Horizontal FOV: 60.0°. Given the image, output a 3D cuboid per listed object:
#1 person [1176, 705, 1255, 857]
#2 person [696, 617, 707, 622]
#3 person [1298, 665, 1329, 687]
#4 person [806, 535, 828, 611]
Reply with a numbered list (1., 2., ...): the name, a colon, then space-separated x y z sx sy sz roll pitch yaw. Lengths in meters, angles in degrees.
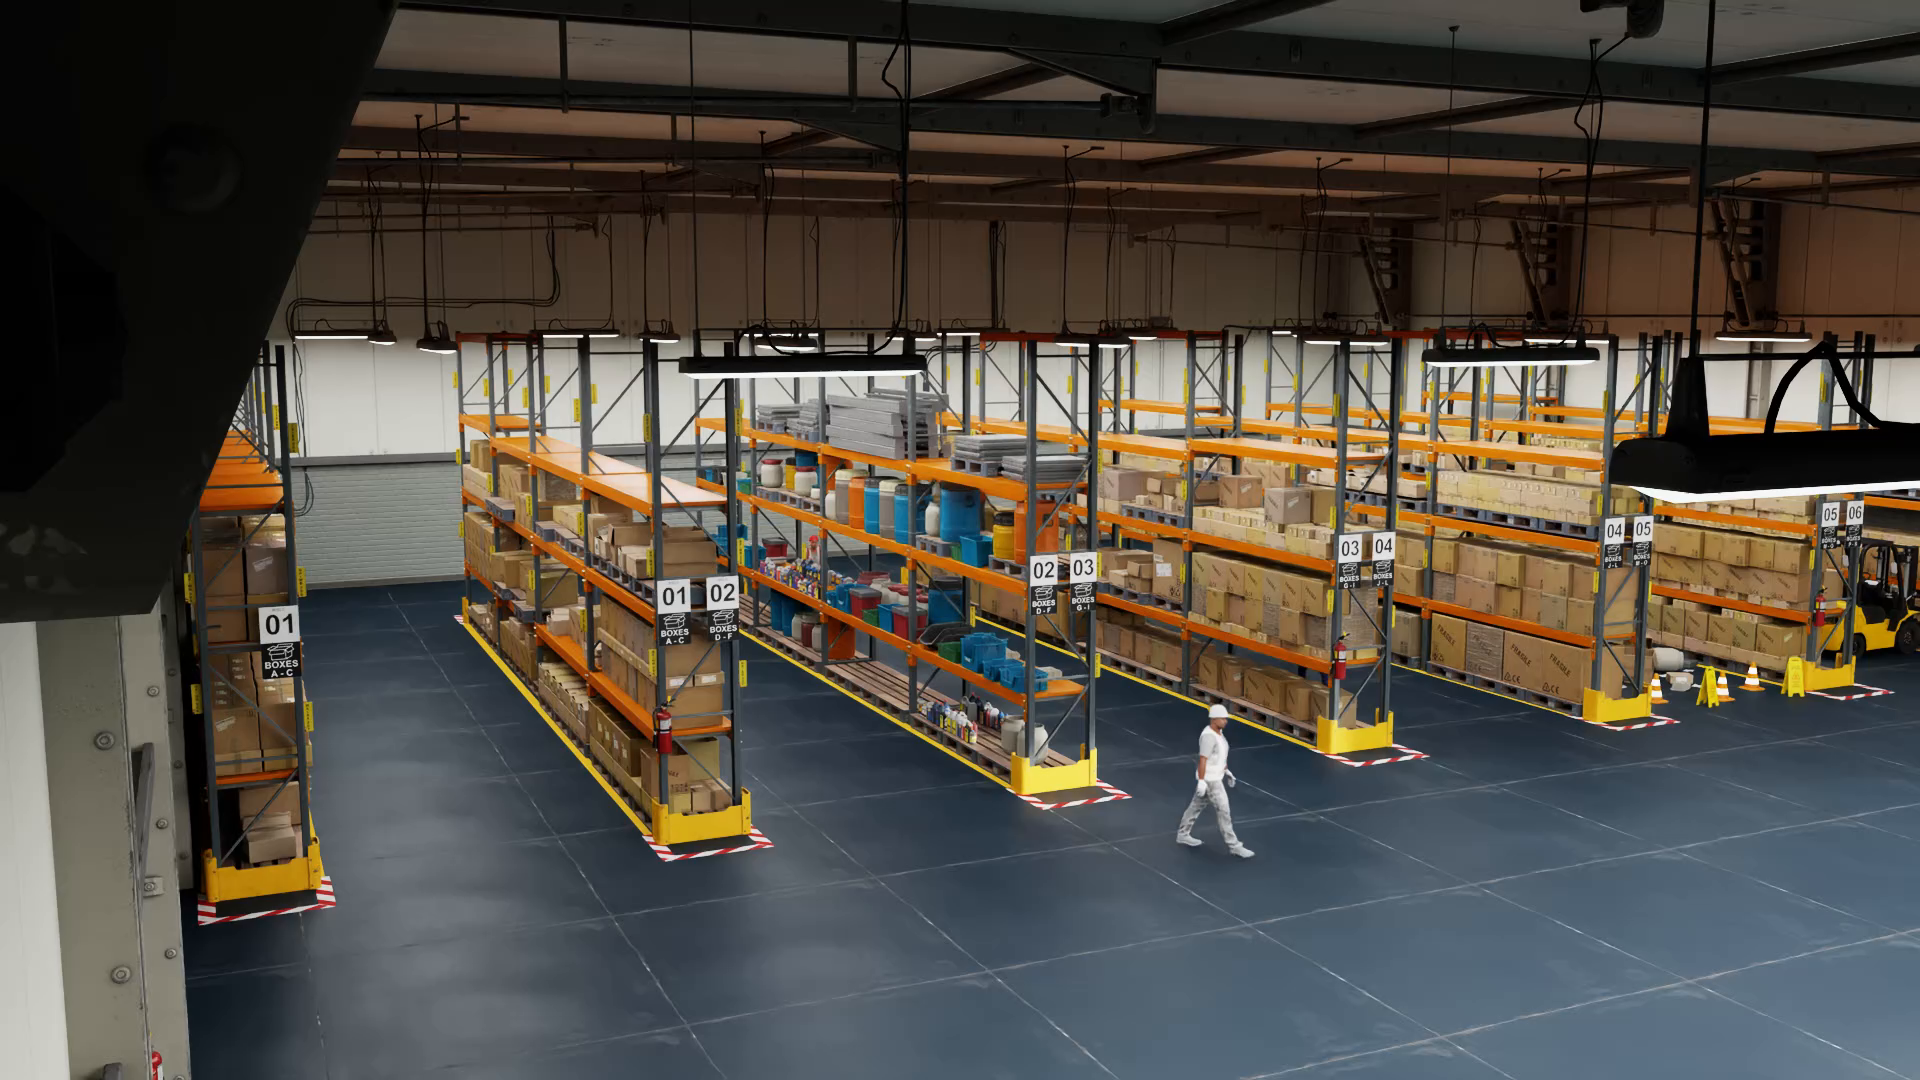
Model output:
1. person: 3.036 2.803 19.655 0.942 1.733 0.574 2 8 12
2. person: -5.026 1.097 32.547 0.791 1.740 0.609 4 9 27
3. person: 5.979 1.752 28.003 0.512 1.591 0.923 -2 8 -11
4. person: -3.148 0.710 35.592 0.686 1.685 0.645 -2 8 -18
